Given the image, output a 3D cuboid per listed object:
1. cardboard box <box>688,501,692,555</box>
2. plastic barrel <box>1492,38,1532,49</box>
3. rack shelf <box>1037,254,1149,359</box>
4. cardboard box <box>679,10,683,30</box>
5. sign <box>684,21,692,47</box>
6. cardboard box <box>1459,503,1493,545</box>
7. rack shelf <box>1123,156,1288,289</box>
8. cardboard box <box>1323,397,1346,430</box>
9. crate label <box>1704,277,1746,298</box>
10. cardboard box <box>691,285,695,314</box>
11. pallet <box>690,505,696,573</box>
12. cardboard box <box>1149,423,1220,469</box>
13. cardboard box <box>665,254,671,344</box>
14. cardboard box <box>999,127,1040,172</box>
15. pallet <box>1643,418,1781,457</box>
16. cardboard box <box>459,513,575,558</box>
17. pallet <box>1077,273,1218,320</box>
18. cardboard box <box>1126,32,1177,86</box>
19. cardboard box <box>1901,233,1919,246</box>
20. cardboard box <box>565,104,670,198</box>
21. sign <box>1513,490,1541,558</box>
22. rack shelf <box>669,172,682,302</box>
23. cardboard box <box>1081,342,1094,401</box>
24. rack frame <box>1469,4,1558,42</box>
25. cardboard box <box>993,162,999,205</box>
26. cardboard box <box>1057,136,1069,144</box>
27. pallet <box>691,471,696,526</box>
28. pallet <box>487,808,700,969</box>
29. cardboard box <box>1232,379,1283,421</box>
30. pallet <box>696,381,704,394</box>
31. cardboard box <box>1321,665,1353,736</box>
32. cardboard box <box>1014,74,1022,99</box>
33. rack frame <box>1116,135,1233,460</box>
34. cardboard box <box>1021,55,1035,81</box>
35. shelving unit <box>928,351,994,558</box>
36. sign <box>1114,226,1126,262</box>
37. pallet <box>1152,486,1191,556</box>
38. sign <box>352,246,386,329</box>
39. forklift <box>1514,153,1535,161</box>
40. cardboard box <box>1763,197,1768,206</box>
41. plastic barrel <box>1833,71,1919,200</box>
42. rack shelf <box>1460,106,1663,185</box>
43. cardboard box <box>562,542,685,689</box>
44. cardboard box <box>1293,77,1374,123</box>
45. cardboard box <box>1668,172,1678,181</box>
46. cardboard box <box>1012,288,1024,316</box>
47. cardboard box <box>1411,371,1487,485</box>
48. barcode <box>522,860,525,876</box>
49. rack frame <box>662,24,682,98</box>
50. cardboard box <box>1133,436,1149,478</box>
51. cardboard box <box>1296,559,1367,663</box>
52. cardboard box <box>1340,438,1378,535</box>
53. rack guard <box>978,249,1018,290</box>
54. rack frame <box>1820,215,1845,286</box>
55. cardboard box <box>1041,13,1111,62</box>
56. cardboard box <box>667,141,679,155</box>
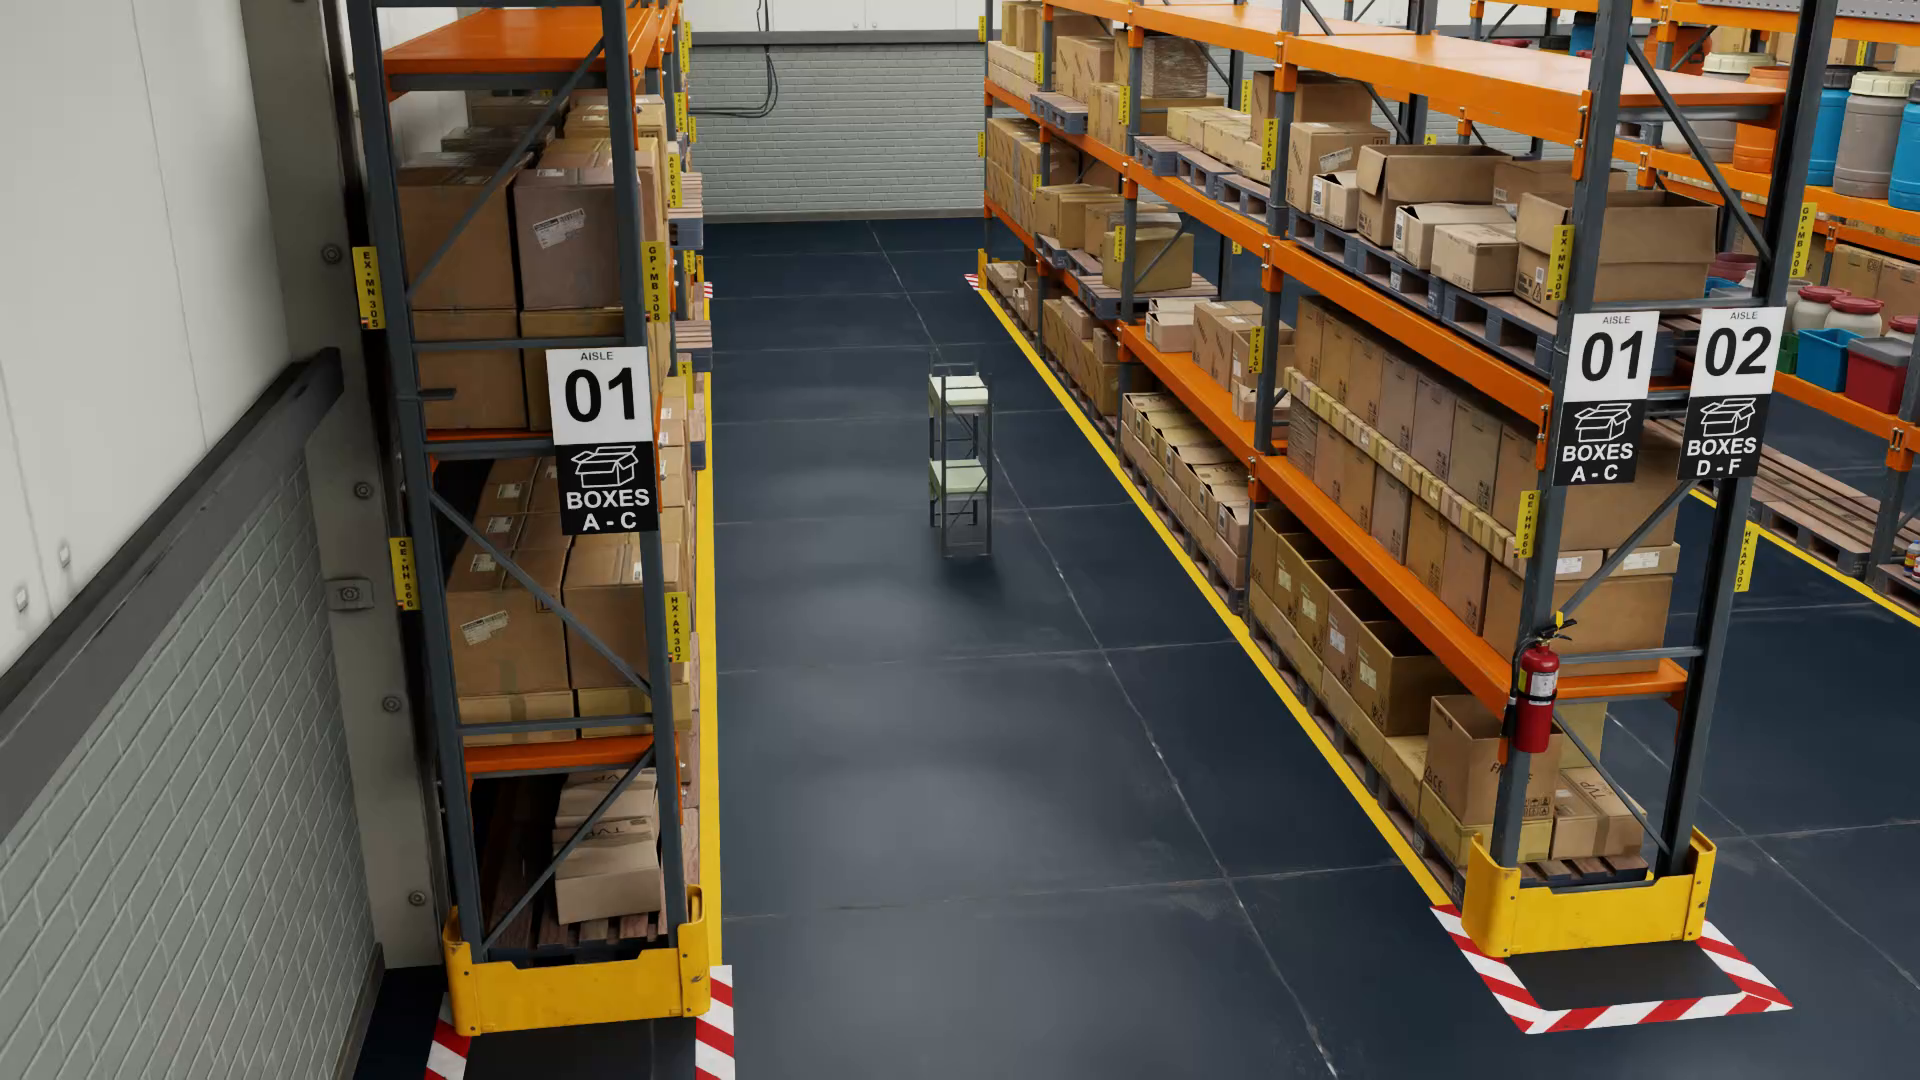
[{"bbox_3d":[-1.817,-0.018,9.663,0.500,0.250,0.500,-3,21,-8],"label":"cardboard box"},{"bbox_3d":[6.142,-5.314,18.576,0.433,0.535,0.433,0,20,0],"label":"plastic barrel"},{"bbox_3d":[1.700,-2.565,17.326,1.077,0.370,4.000,-3,21,-8],"label":"rack shelf"},{"bbox_3d":[-3.472,-5.883,19.293,0.500,0.500,0.500,-3,21,-7],"label":"cardboard box"},{"bbox_3d":[-3.527,-6.534,21.484,0.100,0.325,0.005,-3,21,-8],"label":"sign"},{"bbox_3d":[2.822,-0.093,8.607,0.380,0.149,0.250,-3,21,-9],"label":"cardboard box"},{"bbox_3d":[2.277,-2.586,13.093,1.077,0.370,4.000,-3,21,-8],"label":"rack shelf"},{"bbox_3d":[2.527,-0.806,10.517,0.380,0.149,0.250,-3,21,-8],"label":"cardboard box"},{"bbox_3d":[6.766,-2.117,15.048,0.502,0.435,0.616,-3,21,-8],"label":"crate label"},{"bbox_3d":[-3.267,-2.315,18.099,0.750,0.750,0.750,-3,21,-7],"label":"cardboard box"},{"bbox_3d":[-2.629,0.040,13.308,1.003,0.211,1.213,-3,21,-8],"label":"pallet"},{"bbox_3d":[1.929,-0.827,14.171,0.500,0.311,0.500,-3,21,-9],"label":"cardboard box"},{"bbox_3d":[-1.681,-1.146,8.039,0.500,0.500,0.500,-2,21,-5],"label":"cardboard box"},{"bbox_3d":[0.788,-4.974,21.175,0.500,0.500,0.500,-3,21,-7],"label":"cardboard box"},{"bbox_3d":[6.964,-0.882,15.776,1.003,0.211,1.213,-3,21,-8],"label":"pallet"},{"bbox_3d":[-2.101,0.193,8.025,0.500,0.500,0.500,-3,21,-7],"label":"cardboard box"},{"bbox_3d":[1.821,-2.351,15.998,1.213,0.211,1.003,-3,21,-8],"label":"pallet"},{"bbox_3d":[1.858,-4.458,15.507,0.500,0.500,0.500,-3,21,-8],"label":"cardboard box"},{"bbox_3d":[11.179,-3.621,18.981,0.500,0.500,0.500,-3,21,-9],"label":"cardboard box"},{"bbox_3d":[-1.906,-2.154,9.308,0.500,0.500,0.500,-2,21,-5],"label":"cardboard box"},{"bbox_3d":[2.603,-0.071,7.626,0.100,0.325,0.005,-3,21,-8],"label":"sign"},{"bbox_3d":[-2.625,-2.335,12.421,1.077,0.370,4.000,-3,21,-8],"label":"rack shelf"},{"bbox_3d":[1.547,-1.736,17.021,0.500,0.500,0.500,-4,21,-10],"label":"cardboard box"},{"bbox_3d":[6.314,-6.654,18.670,1.000,3.000,0.127,-3,21,-8],"label":"rack frame"},{"bbox_3d":[0.718,-4.681,21.820,0.500,0.500,0.500,-3,21,-8],"label":"cardboard box"},{"bbox_3d":[1.474,-4.644,20.291,0.500,0.500,0.500,-4,21,-9],"label":"cardboard box"},{"bbox_3d":[-2.802,-0.382,14.437,1.003,0.211,1.213,-3,21,-8],"label":"pallet"},{"bbox_3d":[-1.853,1.808,8.574,1.003,0.211,1.213,-3,21,-8],"label":"pallet"},{"bbox_3d":[2.257,-1.057,12.452,0.396,0.266,0.258,-3,21,-9],"label":"cardboard box"},{"bbox_3d":[-3.125,-1.351,17.031,1.003,0.211,1.213,-3,21,-8],"label":"pallet"},{"bbox_3d":[2.544,0.962,10.184,0.500,0.250,0.500,-3,21,-8],"label":"cardboard box"},{"bbox_3d":[0.936,-5.431,19.898,0.500,0.250,0.500,-3,21,-8],"label":"cardboard box"},{"bbox_3d":[1.989,-2.210,15.346,1.000,3.000,0.127,-3,21,-8],"label":"rack frame"},{"bbox_3d":[1.004,-5.492,19.346,0.500,0.250,0.500,-3,21,-8],"label":"cardboard box"},{"bbox_3d":[0.001,-0.700,13.448,0.431,1.500,0.755,-3,21,-8],"label":"shelving unit"},{"bbox_3d":[1.453,-2.685,15.075,0.100,0.325,0.005,-3,21,-8],"label":"sign"},{"bbox_3d":[2.241,-0.195,13.937,1.003,0.211,1.213,-3,21,-8],"label":"pallet"},{"bbox_3d":[-2.312,-0.988,6.521,0.100,0.325,0.005,-3,21,-8],"label":"sign"},{"bbox_3d":[4.595,-2.059,15.040,1.130,2.935,3.031,5,21,13],"label":"forklift"},{"bbox_3d":[10.698,-4.421,21.625,0.380,0.149,0.250,-3,21,-7],"label":"cardboard box"},{"bbox_3d":[7.085,-3.105,12.739,0.600,0.901,0.600,0,20,0],"label":"plastic barrel"},{"bbox_3d":[6.602,-4.219,17.467,1.077,0.370,4.000,-3,21,-8],"label":"rack shelf"},{"bbox_3d":[-1.531,0.340,7.632,0.500,0.500,0.500,-3,21,-8],"label":"cardboard box"},{"bbox_3d":[2.515,-2.924,11.512,0.500,0.500,0.500,-3,21,-7],"label":"cardboard box"},{"bbox_3d":[10.363,-5.221,23.767,0.380,0.149,0.250,-3,21,-7],"label":"cardboard box"},{"bbox_3d":[0.941,-2.984,20.633,0.500,0.311,0.500,-3,21,-8],"label":"cardboard box"},{"bbox_3d":[2.925,-0.632,9.123,0.700,0.500,0.500,-3,21,-8],"label":"cardboard box"},{"bbox_3d":[-2.169,1.630,8.266,0.001,0.075,0.075,-3,21,-8],"label":"barcode"},{"bbox_3d":[-3.489,-6.154,17.332,1.000,3.000,0.127,-3,21,-8],"label":"rack frame"},{"bbox_3d":[1.847,-0.748,14.763,0.500,0.250,0.500,-3,21,-9],"label":"cardboard box"},{"bbox_3d":[2.466,0.438,10.515,0.500,0.500,0.500,-3,21,-8],"label":"cardboard box"},{"bbox_3d":[2.786,-0.362,10.256,0.700,0.500,0.500,-3,21,-7],"label":"cardboard box"},{"bbox_3d":[0.846,-3.783,23.129,1.175,0.500,0.348,-3,21,-8],"label":"rack guard"},{"bbox_3d":[11.215,-4.093,20.388,1.000,3.000,0.127,-3,21,-8],"label":"rack frame"},{"bbox_3d":[1.304,-5.682,18.782,0.700,0.500,0.500,-3,21,-8],"label":"cardboard box"},{"bbox_3d":[-2.542,-3.096,13.530,0.500,0.311,0.500,-3,21,-8],"label":"cardboard box"}]
